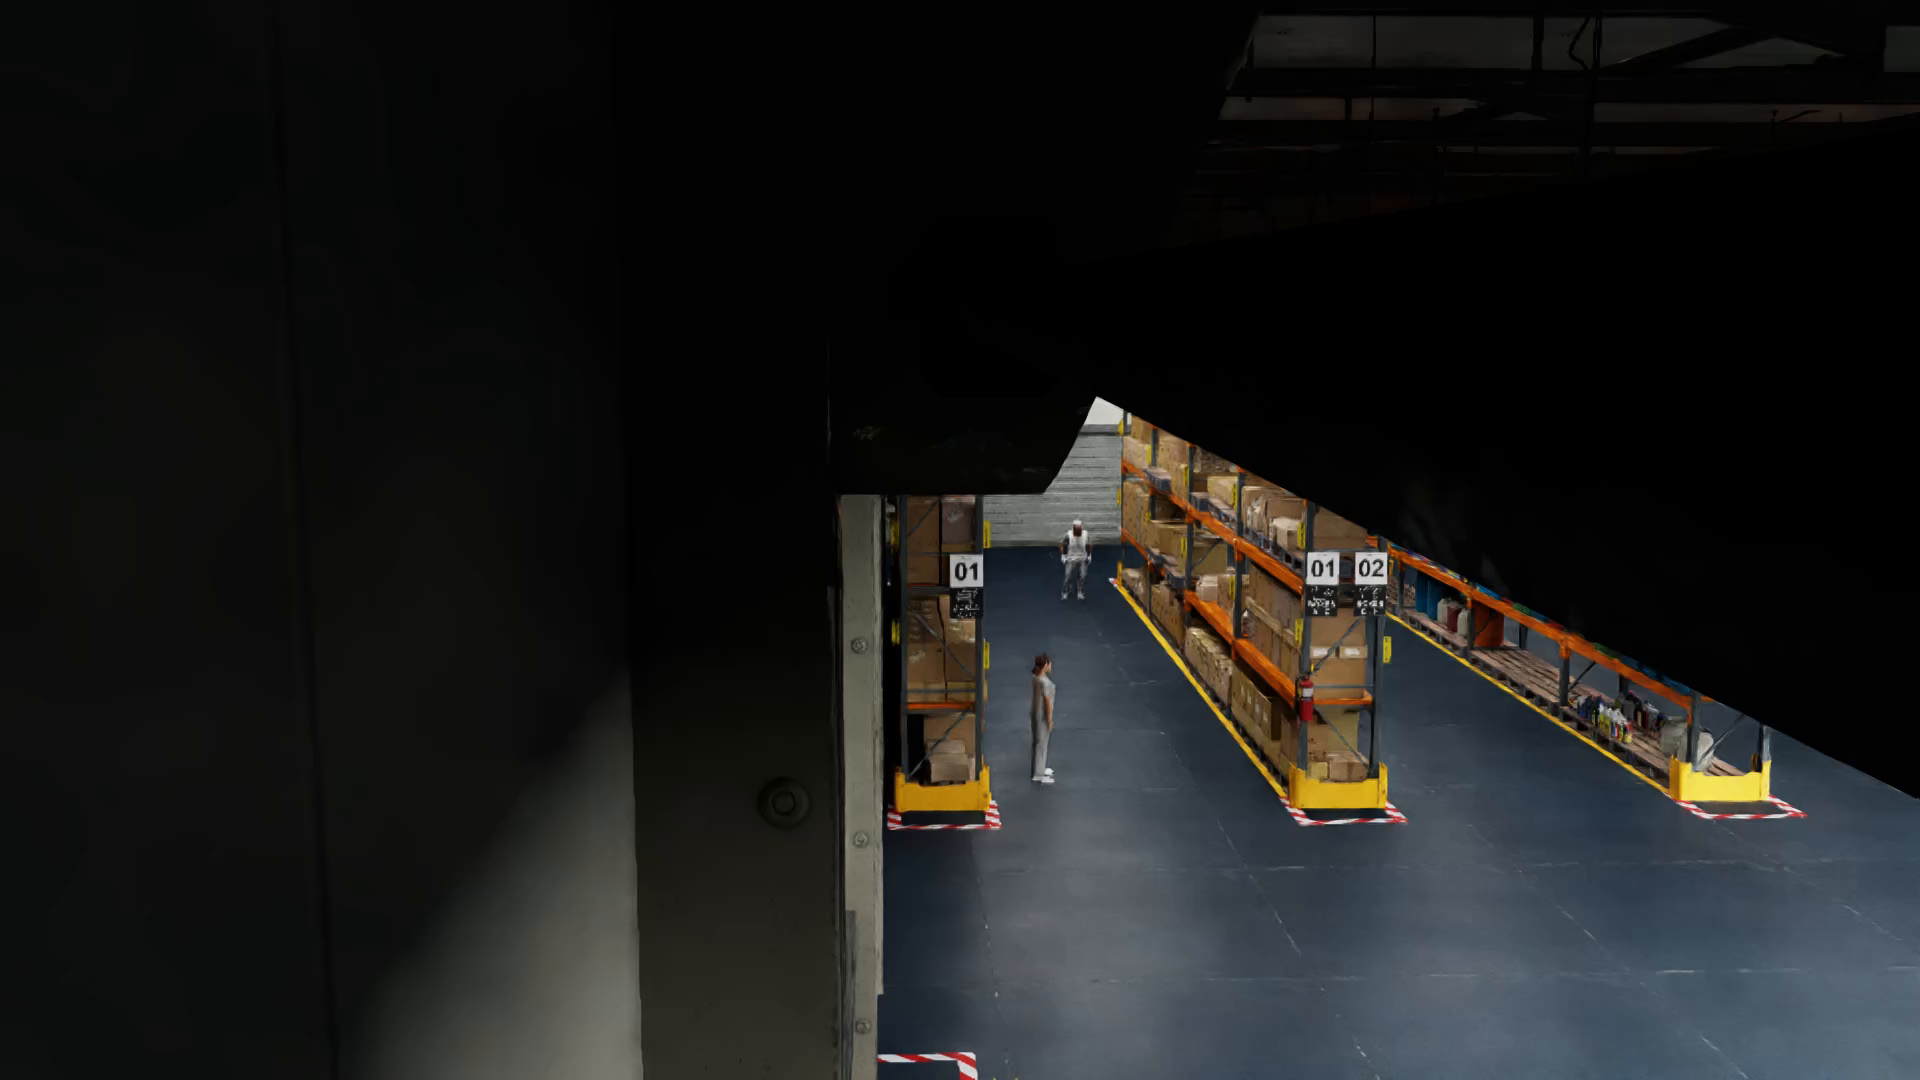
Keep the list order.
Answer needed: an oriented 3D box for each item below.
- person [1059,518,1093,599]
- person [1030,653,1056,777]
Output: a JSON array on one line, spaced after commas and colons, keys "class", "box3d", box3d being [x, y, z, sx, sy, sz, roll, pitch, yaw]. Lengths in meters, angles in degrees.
[{"class": "person", "box3d": [2.410, 0.392, 34.562, 0.702, 1.734, 0.549, -1, 8, -4]}, {"class": "person", "box3d": [1.064, 2.259, 21.710, 0.333, 1.603, 0.532, -3, 9, -18]}]
